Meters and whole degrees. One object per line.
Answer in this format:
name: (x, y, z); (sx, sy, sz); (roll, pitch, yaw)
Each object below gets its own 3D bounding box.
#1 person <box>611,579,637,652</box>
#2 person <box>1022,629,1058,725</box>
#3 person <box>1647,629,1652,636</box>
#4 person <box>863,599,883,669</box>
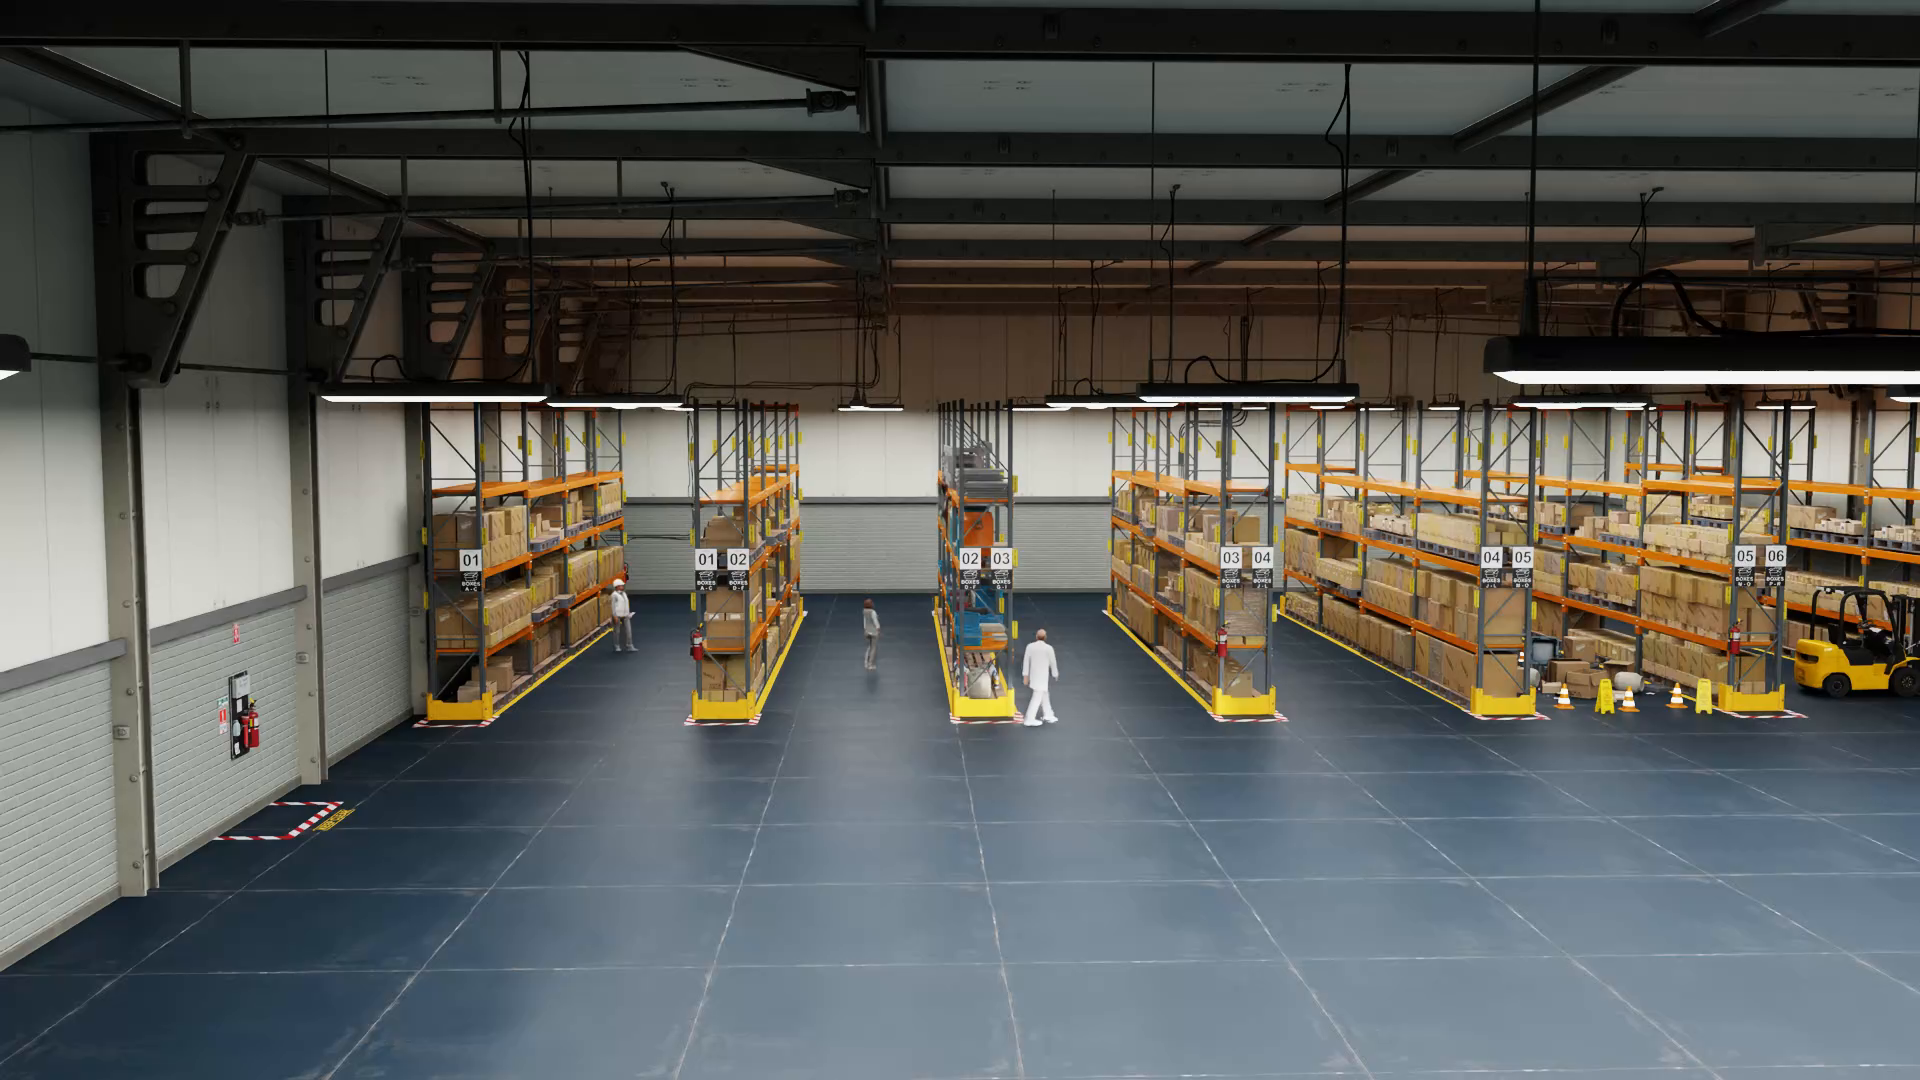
person: (-8.131, 1.818, 39.952); (0.565, 1.766, 0.600); (-4, 6, -39)
person: (1.535, 2.517, 30.546); (0.891, 1.780, 0.540); (-2, 5, -29)
person: (17.813, 1.697, 42.487); (0.470, 1.661, 0.469); (3, 5, 36)
person: (-1.946, 2.094, 37.100); (0.449, 1.579, 0.408); (3, 5, 34)
